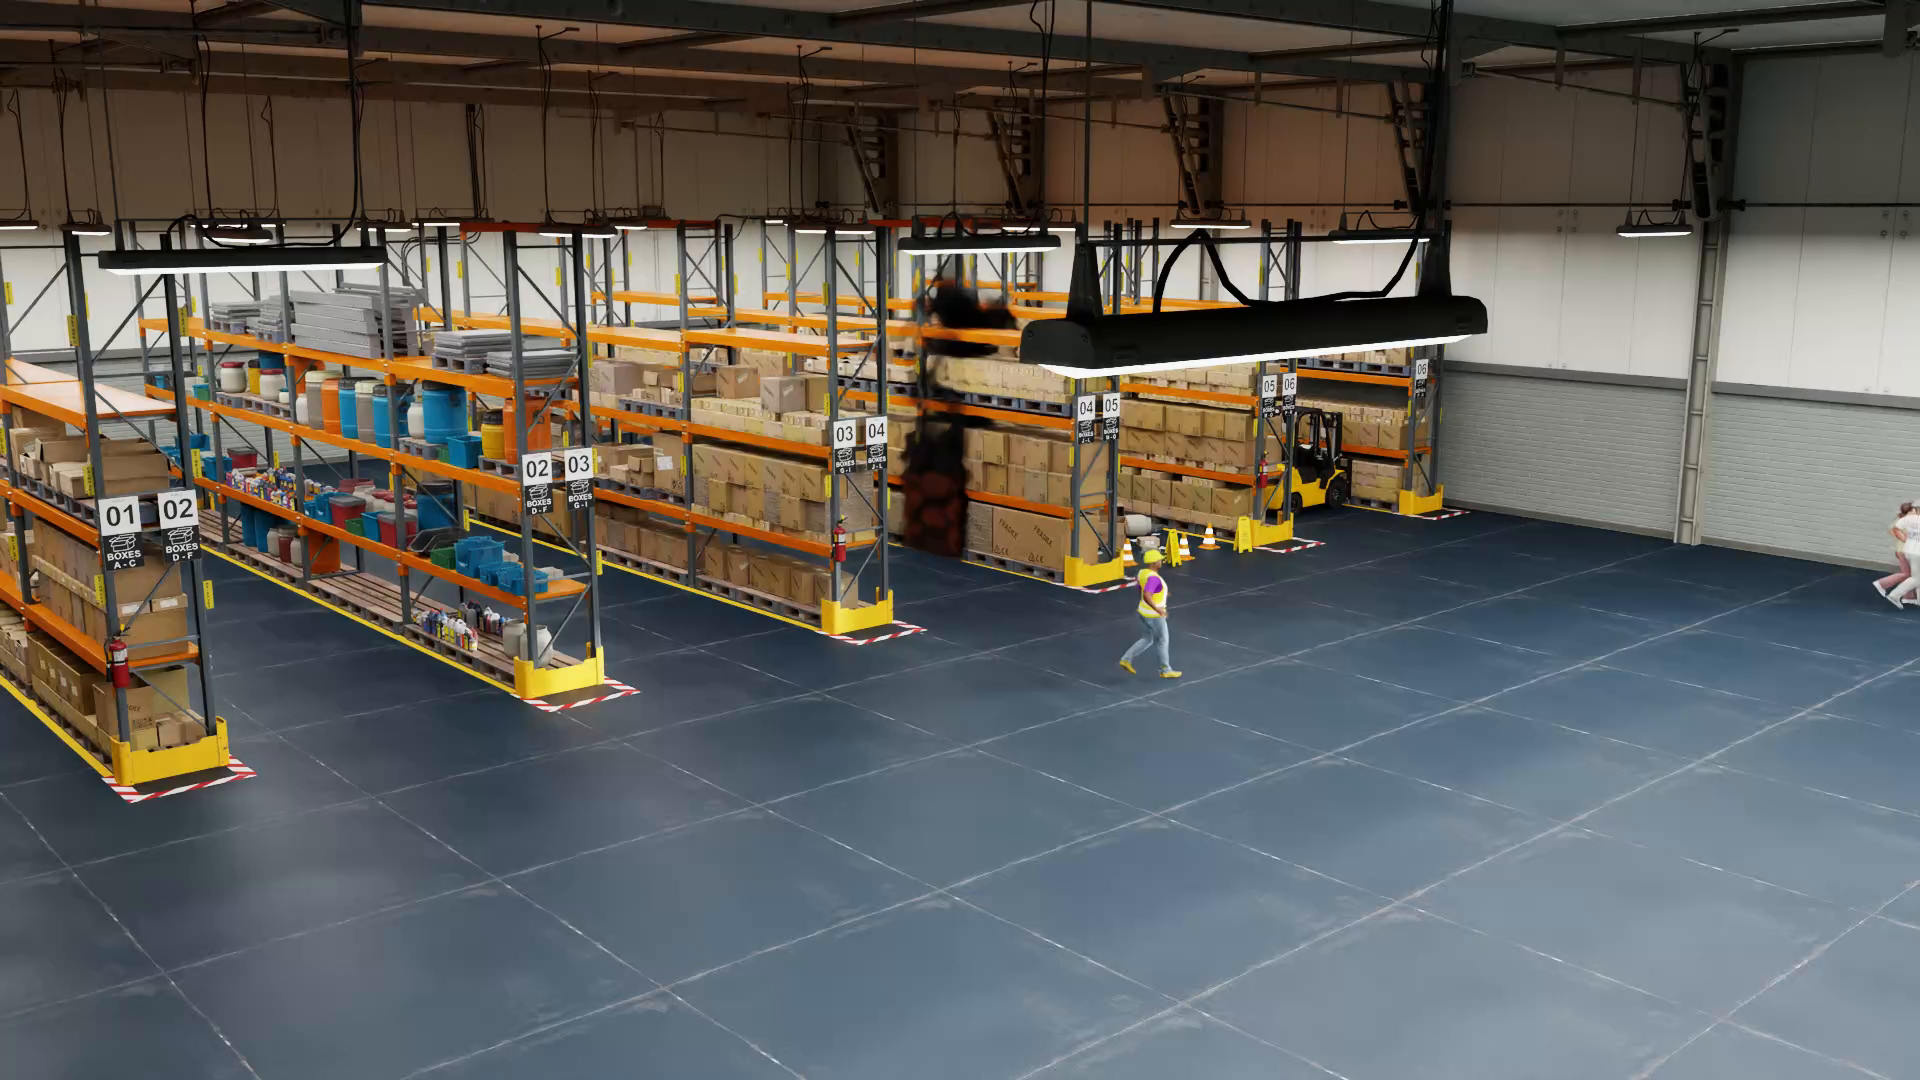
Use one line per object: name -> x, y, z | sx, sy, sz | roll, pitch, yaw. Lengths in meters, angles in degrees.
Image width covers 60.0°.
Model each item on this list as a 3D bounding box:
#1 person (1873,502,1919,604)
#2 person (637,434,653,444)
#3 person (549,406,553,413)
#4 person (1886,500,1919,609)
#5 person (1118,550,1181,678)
person -> 15.093, 0.205, 26.679 | 0.752, 1.642, 0.577 | 2, 12, 10
person -> -7.803, -2.800, 41.206 | 0.965, 1.770, 0.740 | 5, 12, 23
person -> -9.846, -2.443, 39.753 | 0.752, 1.690, 0.563 | 3, 12, 16
person -> 15.045, 0.227, 26.111 | 0.924, 1.778, 0.664 | 0, 11, -1
person -> 2.579, 0.996, 22.386 | 0.872, 1.755, 0.716 | -3, 12, -15
